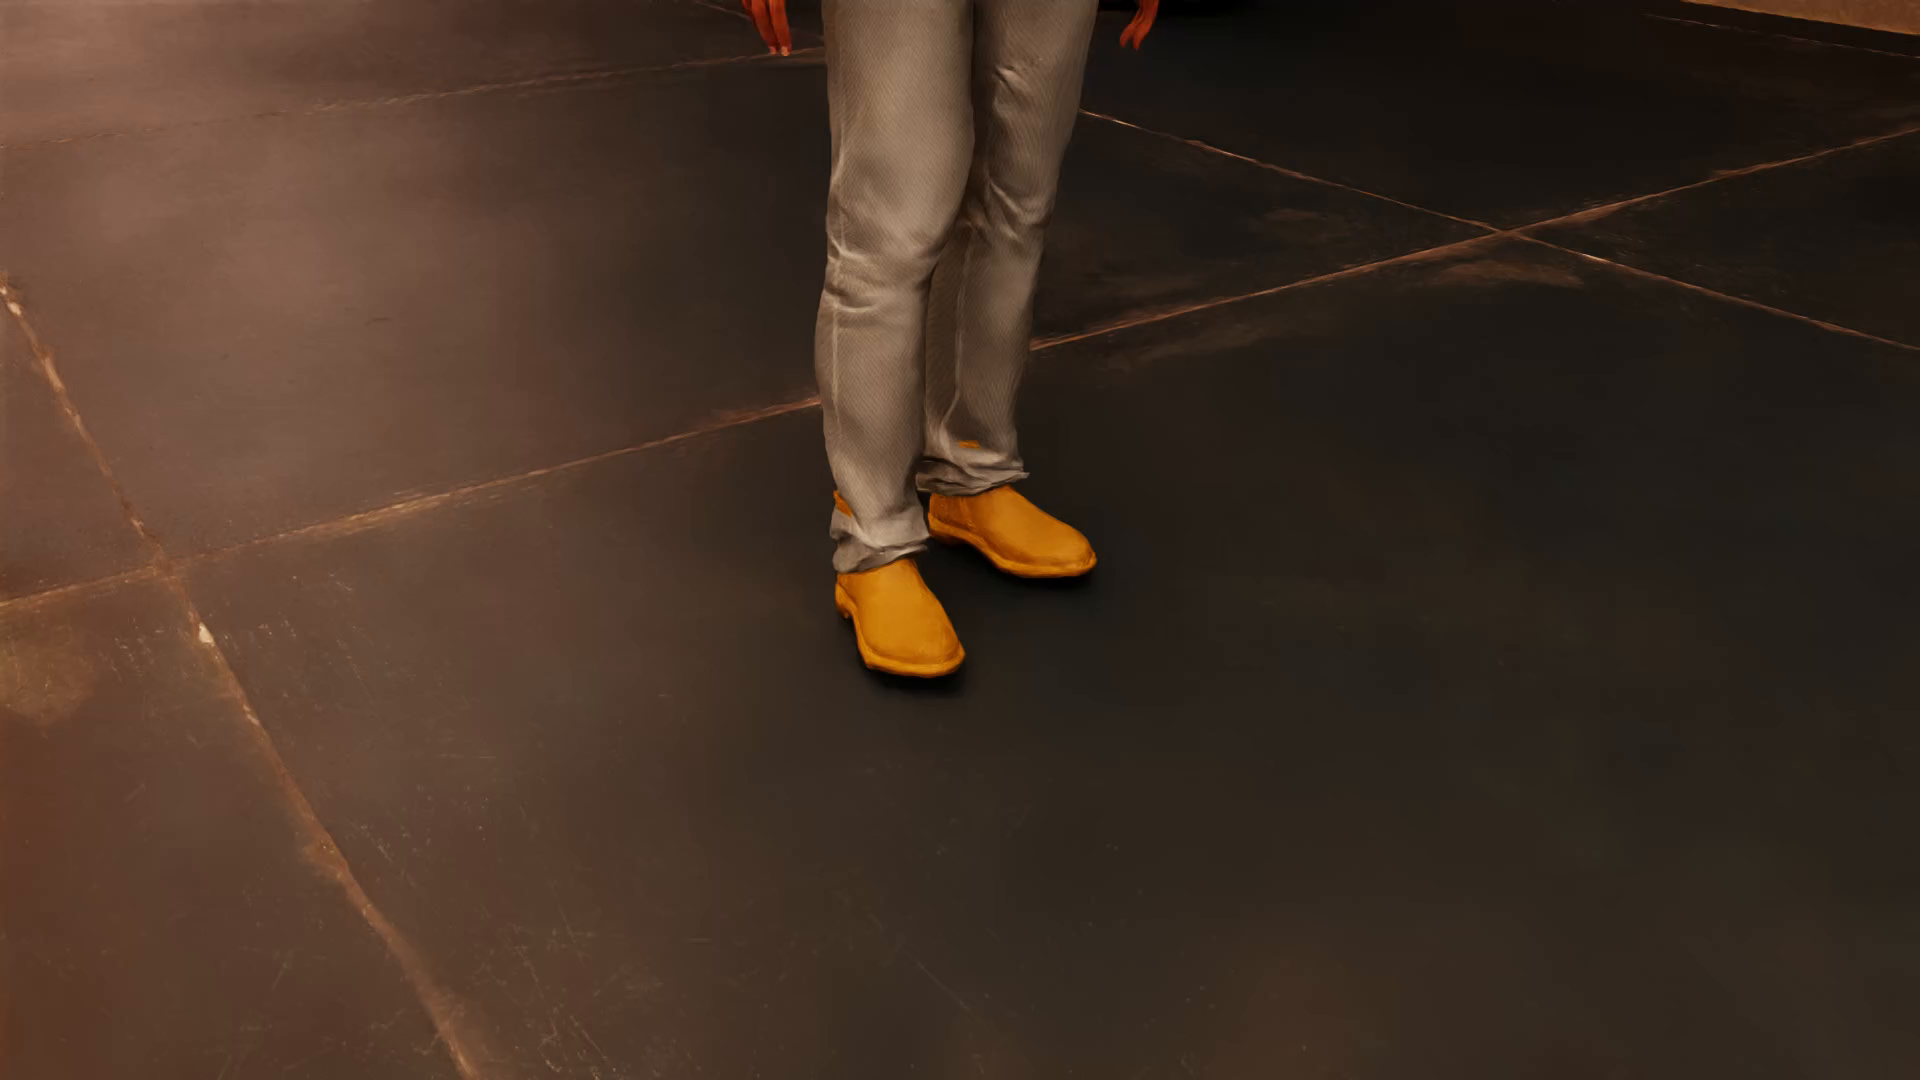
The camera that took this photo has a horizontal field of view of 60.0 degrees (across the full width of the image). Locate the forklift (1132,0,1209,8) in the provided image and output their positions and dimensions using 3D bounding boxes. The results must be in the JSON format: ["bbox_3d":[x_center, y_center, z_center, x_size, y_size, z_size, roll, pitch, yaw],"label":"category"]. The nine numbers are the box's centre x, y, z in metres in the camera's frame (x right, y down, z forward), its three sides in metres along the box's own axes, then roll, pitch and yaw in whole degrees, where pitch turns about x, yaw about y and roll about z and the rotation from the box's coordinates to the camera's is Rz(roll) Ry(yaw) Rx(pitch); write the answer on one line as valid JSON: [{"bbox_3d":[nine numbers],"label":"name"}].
[{"bbox_3d":[0.007,-3.944,7.093,3.031,2.935,1.130,17,32,31],"label":"forklift"}]

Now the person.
[{"bbox_3d":[0.035,-0.766,2.048,0.665,1.760,0.576,-17,31,-31],"label":"person"}]
